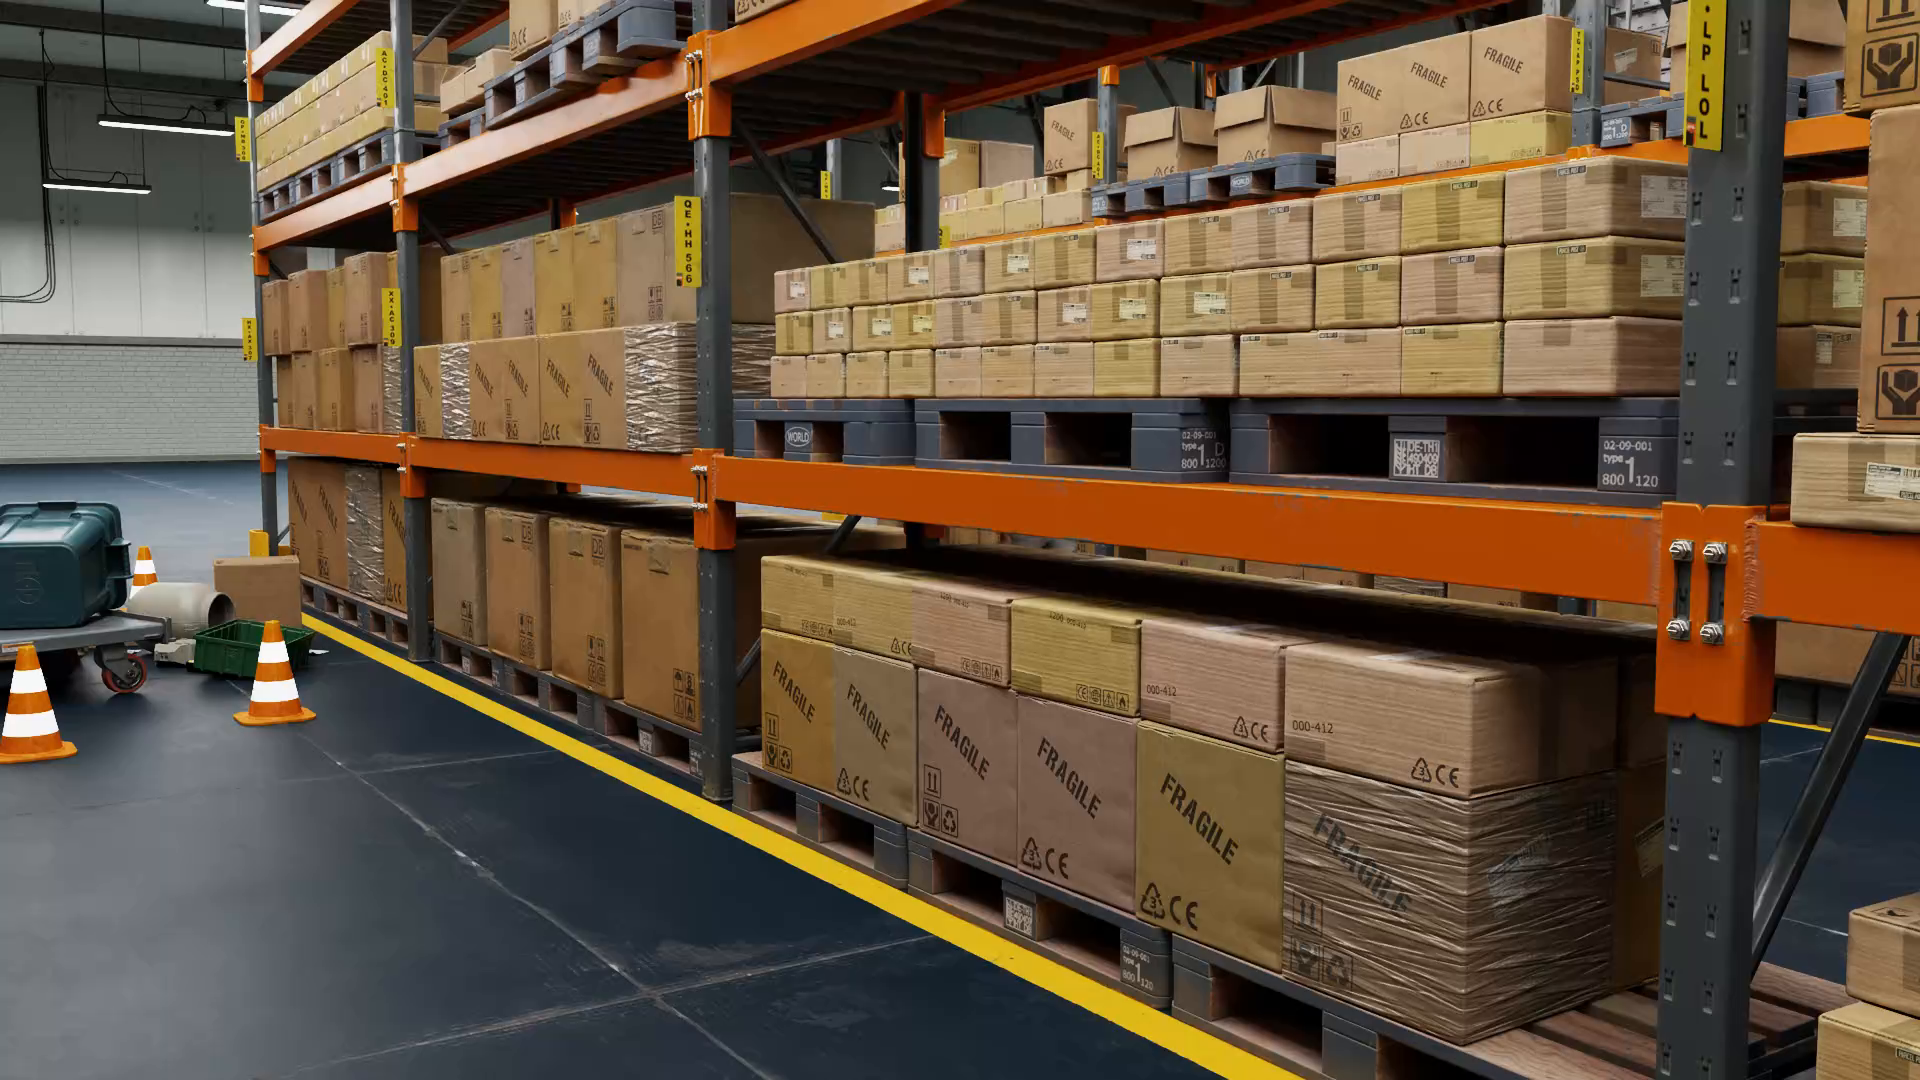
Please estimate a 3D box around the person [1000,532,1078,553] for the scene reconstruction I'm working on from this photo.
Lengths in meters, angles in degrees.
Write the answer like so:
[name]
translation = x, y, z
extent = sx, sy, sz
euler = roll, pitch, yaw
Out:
[person]
translation = 0.355, -0.038, 8.155
extent = 0.465, 1.675, 0.663
euler = -2, 5, -27
